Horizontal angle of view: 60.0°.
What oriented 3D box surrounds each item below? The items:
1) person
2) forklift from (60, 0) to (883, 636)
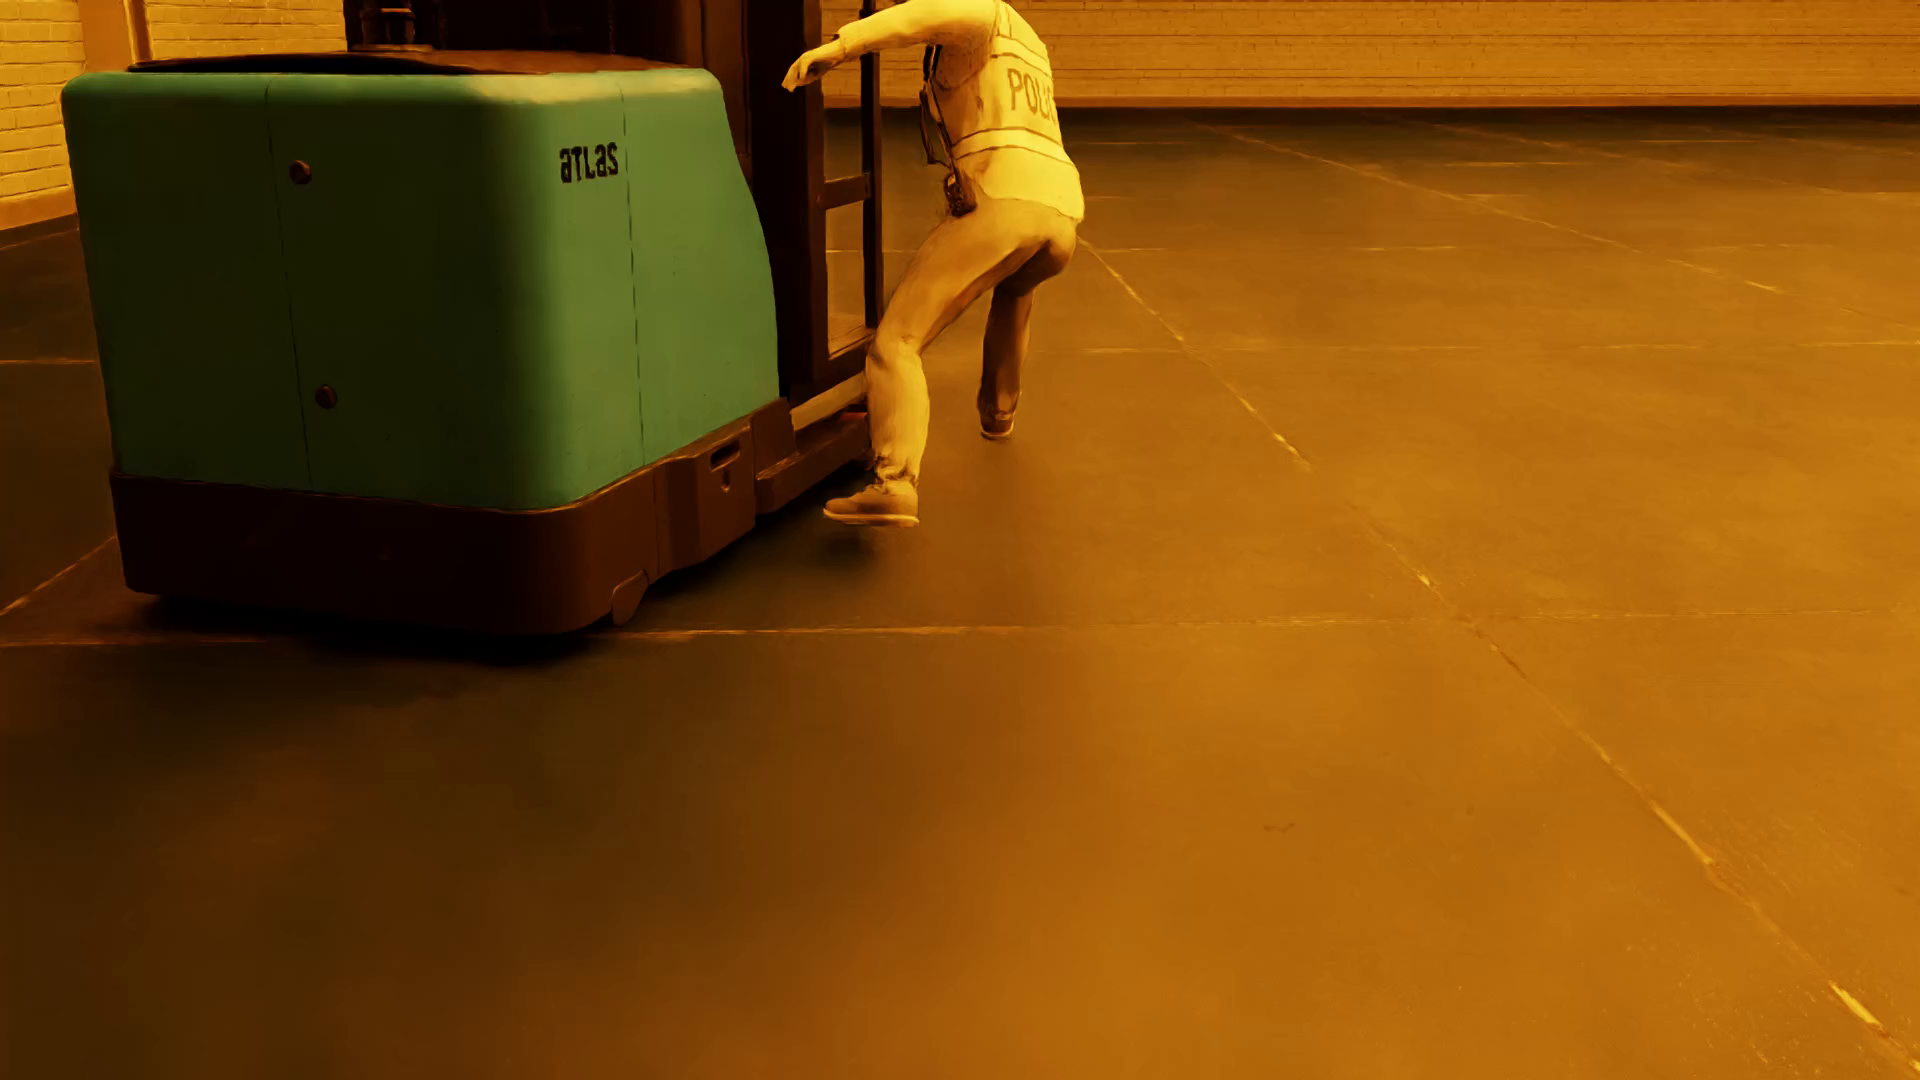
[{"bbox_3d":[-0.022,-0.822,4.188,0.703,1.380,1.230,13,22,37],"label":"person"},{"bbox_3d":[-0.787,-1.614,4.184,1.130,2.935,3.031,5,18,16],"label":"forklift"}]
